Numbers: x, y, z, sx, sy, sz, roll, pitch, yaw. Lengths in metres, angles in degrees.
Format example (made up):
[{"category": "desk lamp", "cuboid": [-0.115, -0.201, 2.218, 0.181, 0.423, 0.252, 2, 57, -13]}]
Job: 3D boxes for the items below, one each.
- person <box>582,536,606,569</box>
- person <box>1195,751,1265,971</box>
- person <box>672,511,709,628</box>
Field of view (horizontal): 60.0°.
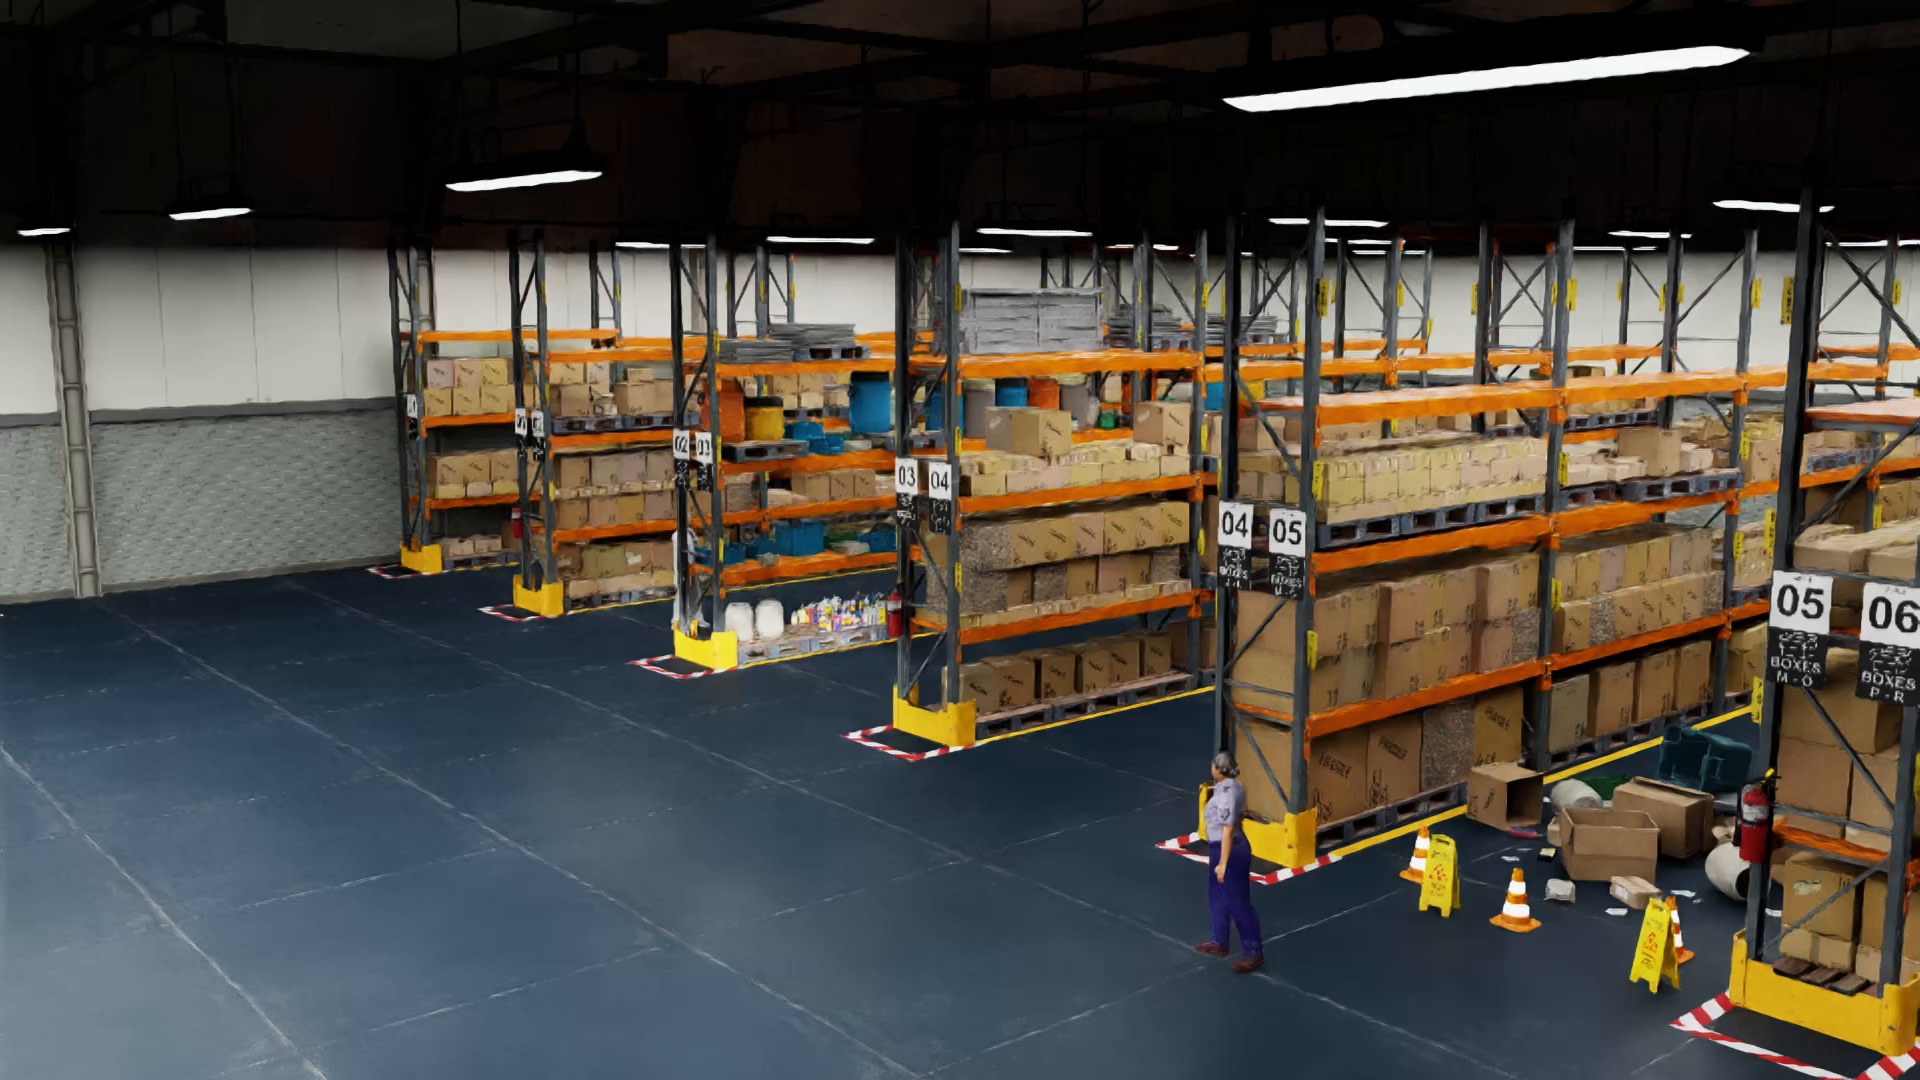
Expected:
[{"category": "person", "cuboid": [-6.394, -0.092, 28.913, 1.115, 1.647, 0.543, -7, 11, -37]}, {"category": "person", "cuboid": [2.076, 2.430, 12.721, 0.558, 1.641, 0.544, 2, 9, 14]}, {"category": "person", "cuboid": [-4.051, 0.448, 24.939, 0.515, 1.784, 0.638, 3, 9, 19]}]
